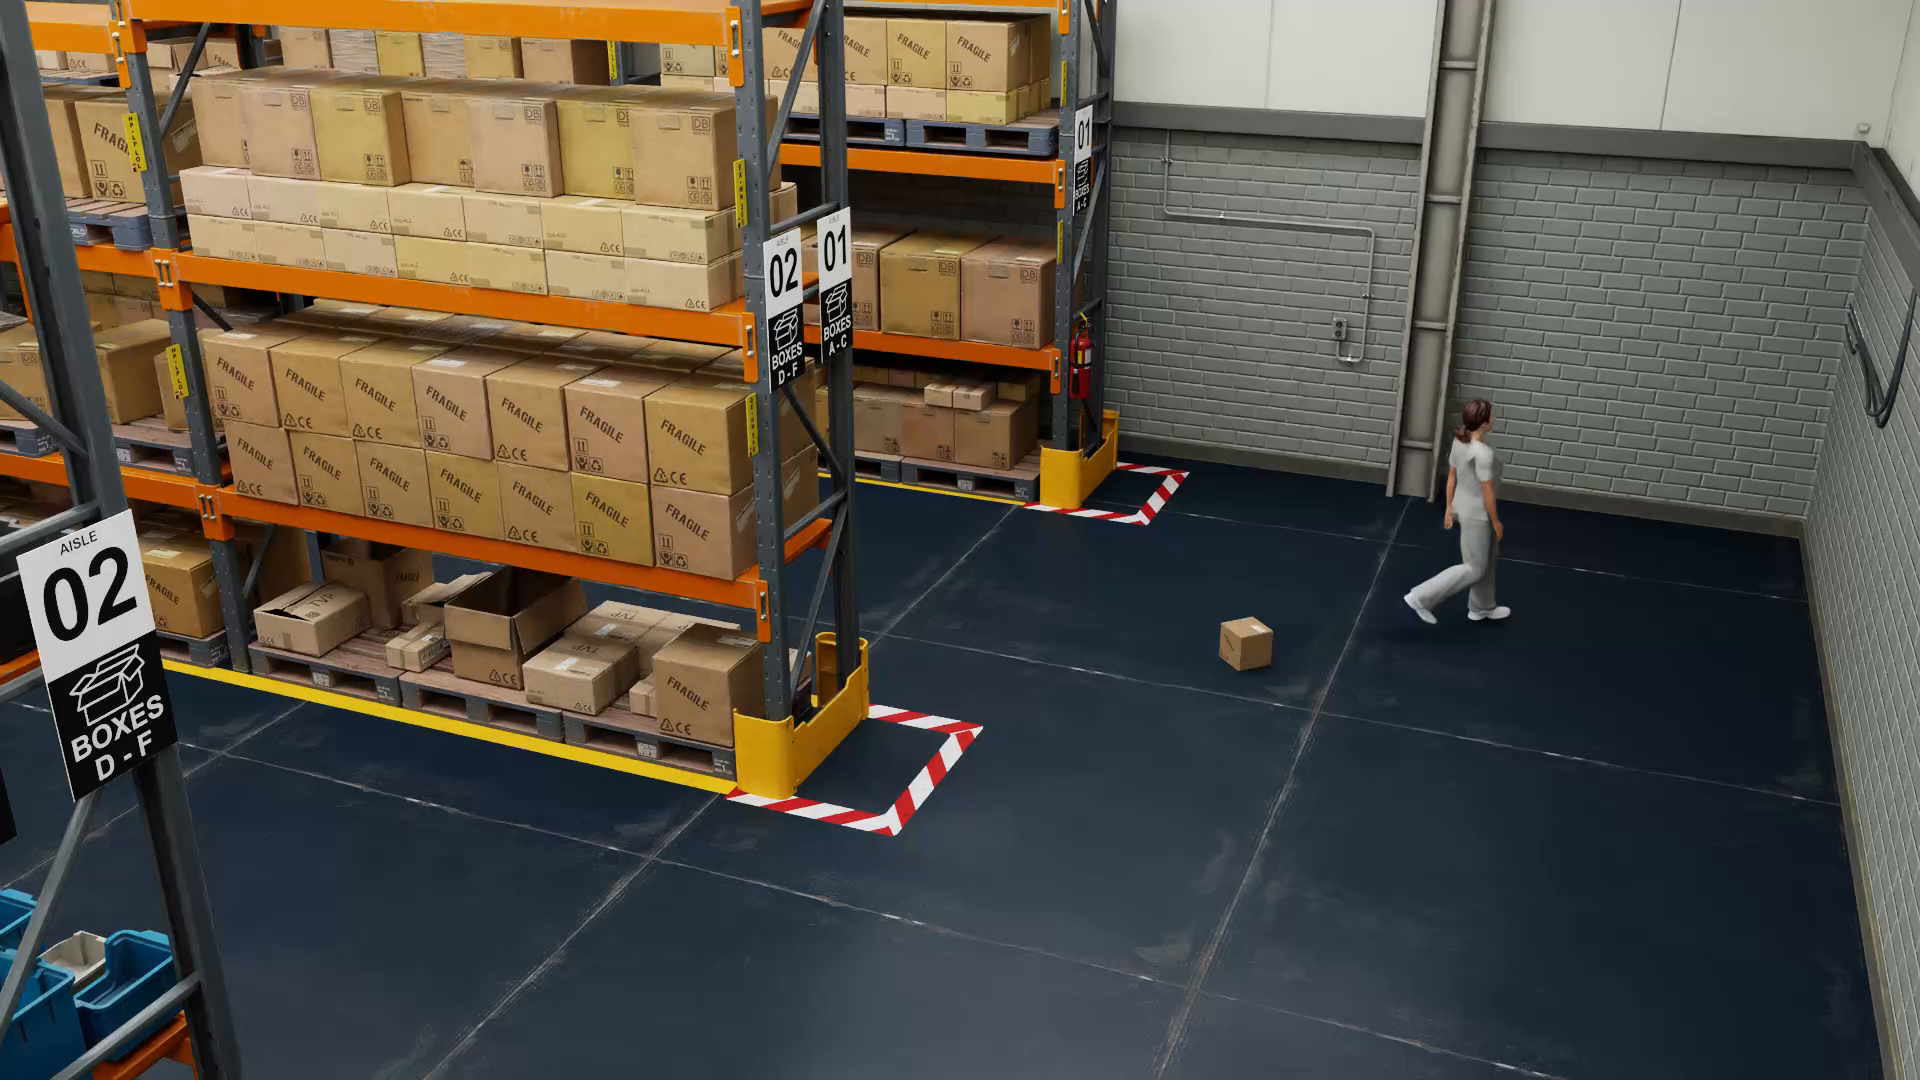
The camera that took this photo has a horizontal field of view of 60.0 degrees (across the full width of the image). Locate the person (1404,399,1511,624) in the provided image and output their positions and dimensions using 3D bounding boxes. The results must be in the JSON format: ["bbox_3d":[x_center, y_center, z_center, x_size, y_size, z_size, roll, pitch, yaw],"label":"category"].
[{"bbox_3d":[3.460,-0.175,11.319,0.860,1.632,0.434,-3,23,-7],"label":"person"}]
